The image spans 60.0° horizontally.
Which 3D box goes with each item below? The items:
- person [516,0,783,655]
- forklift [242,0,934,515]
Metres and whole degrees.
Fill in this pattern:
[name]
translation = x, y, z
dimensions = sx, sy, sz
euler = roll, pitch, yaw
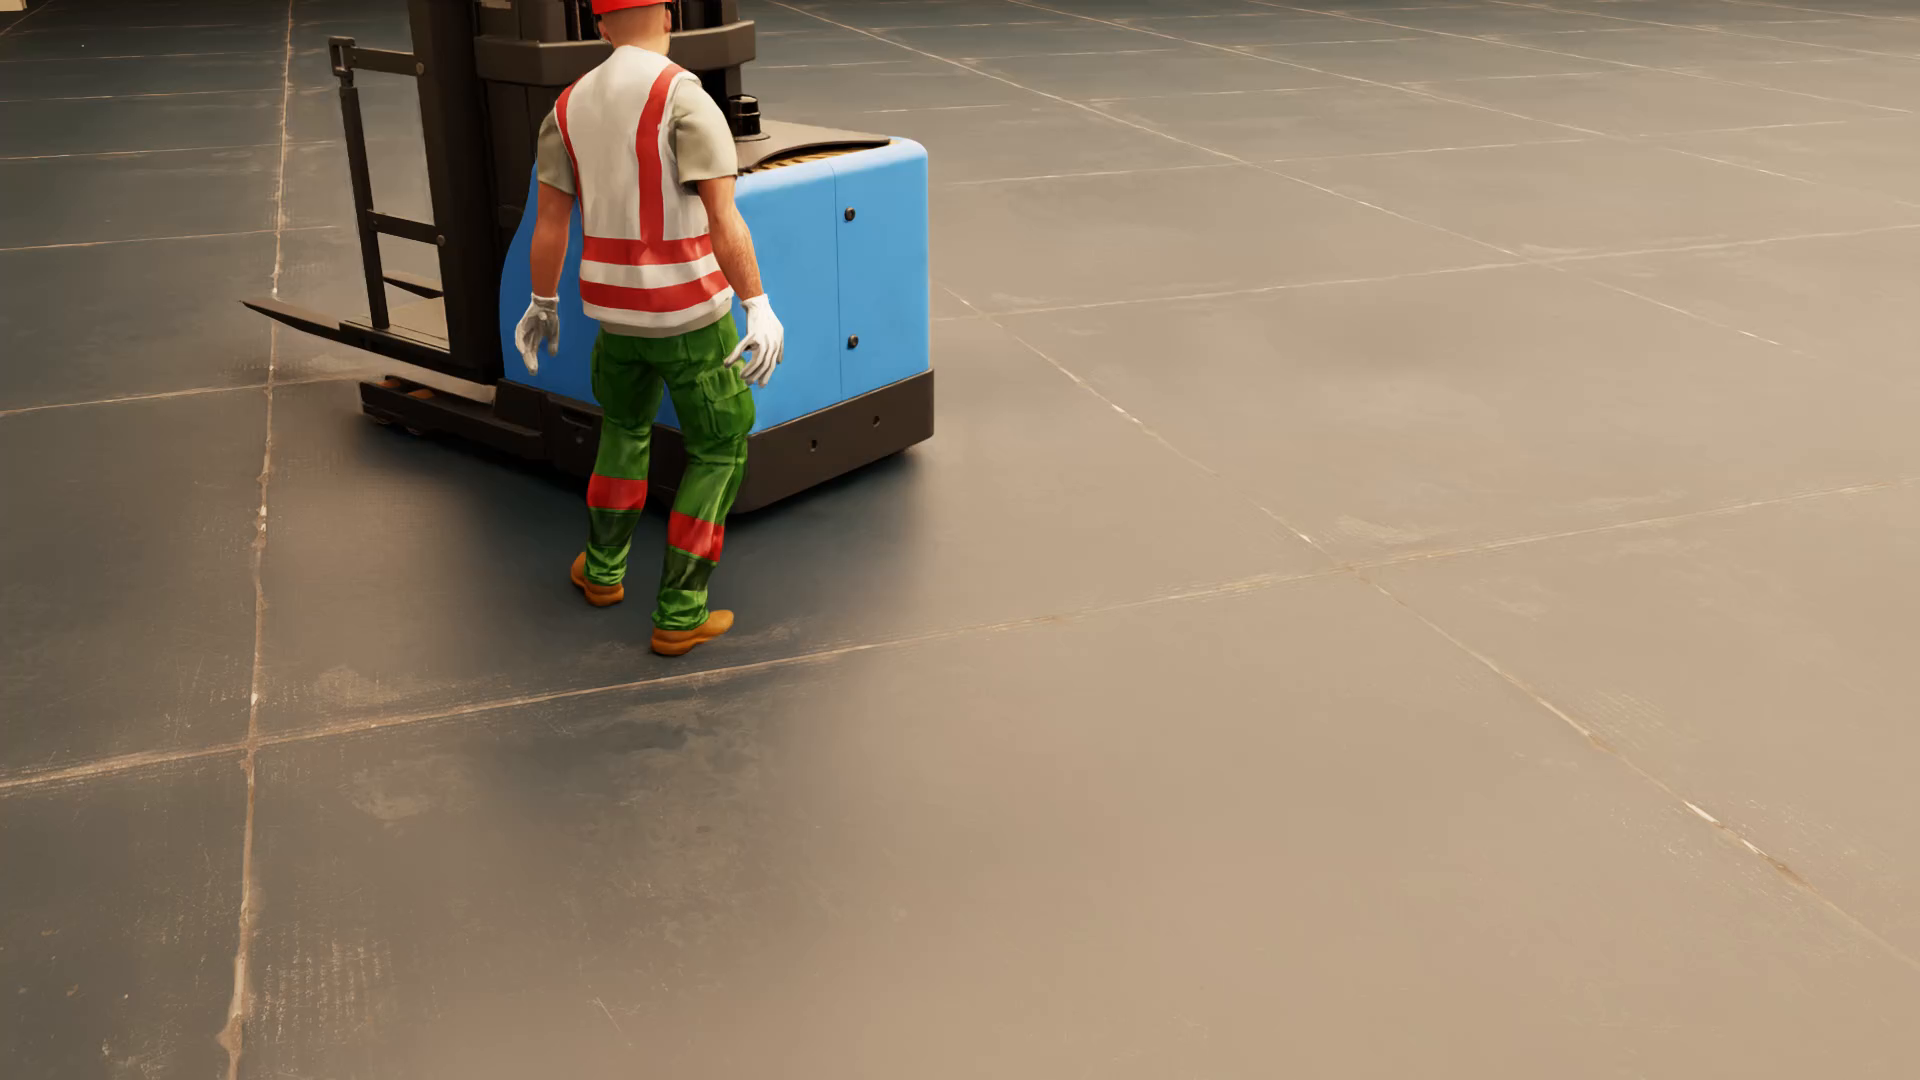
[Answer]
[person]
translation = -0.776, -0.584, 4.275
dimensions = 0.887, 1.750, 0.464
euler = 15, 27, 31
[forklift]
translation = -1.560, -1.867, 5.738
dimensions = 3.031, 2.935, 1.130
euler = 17, 28, 35
